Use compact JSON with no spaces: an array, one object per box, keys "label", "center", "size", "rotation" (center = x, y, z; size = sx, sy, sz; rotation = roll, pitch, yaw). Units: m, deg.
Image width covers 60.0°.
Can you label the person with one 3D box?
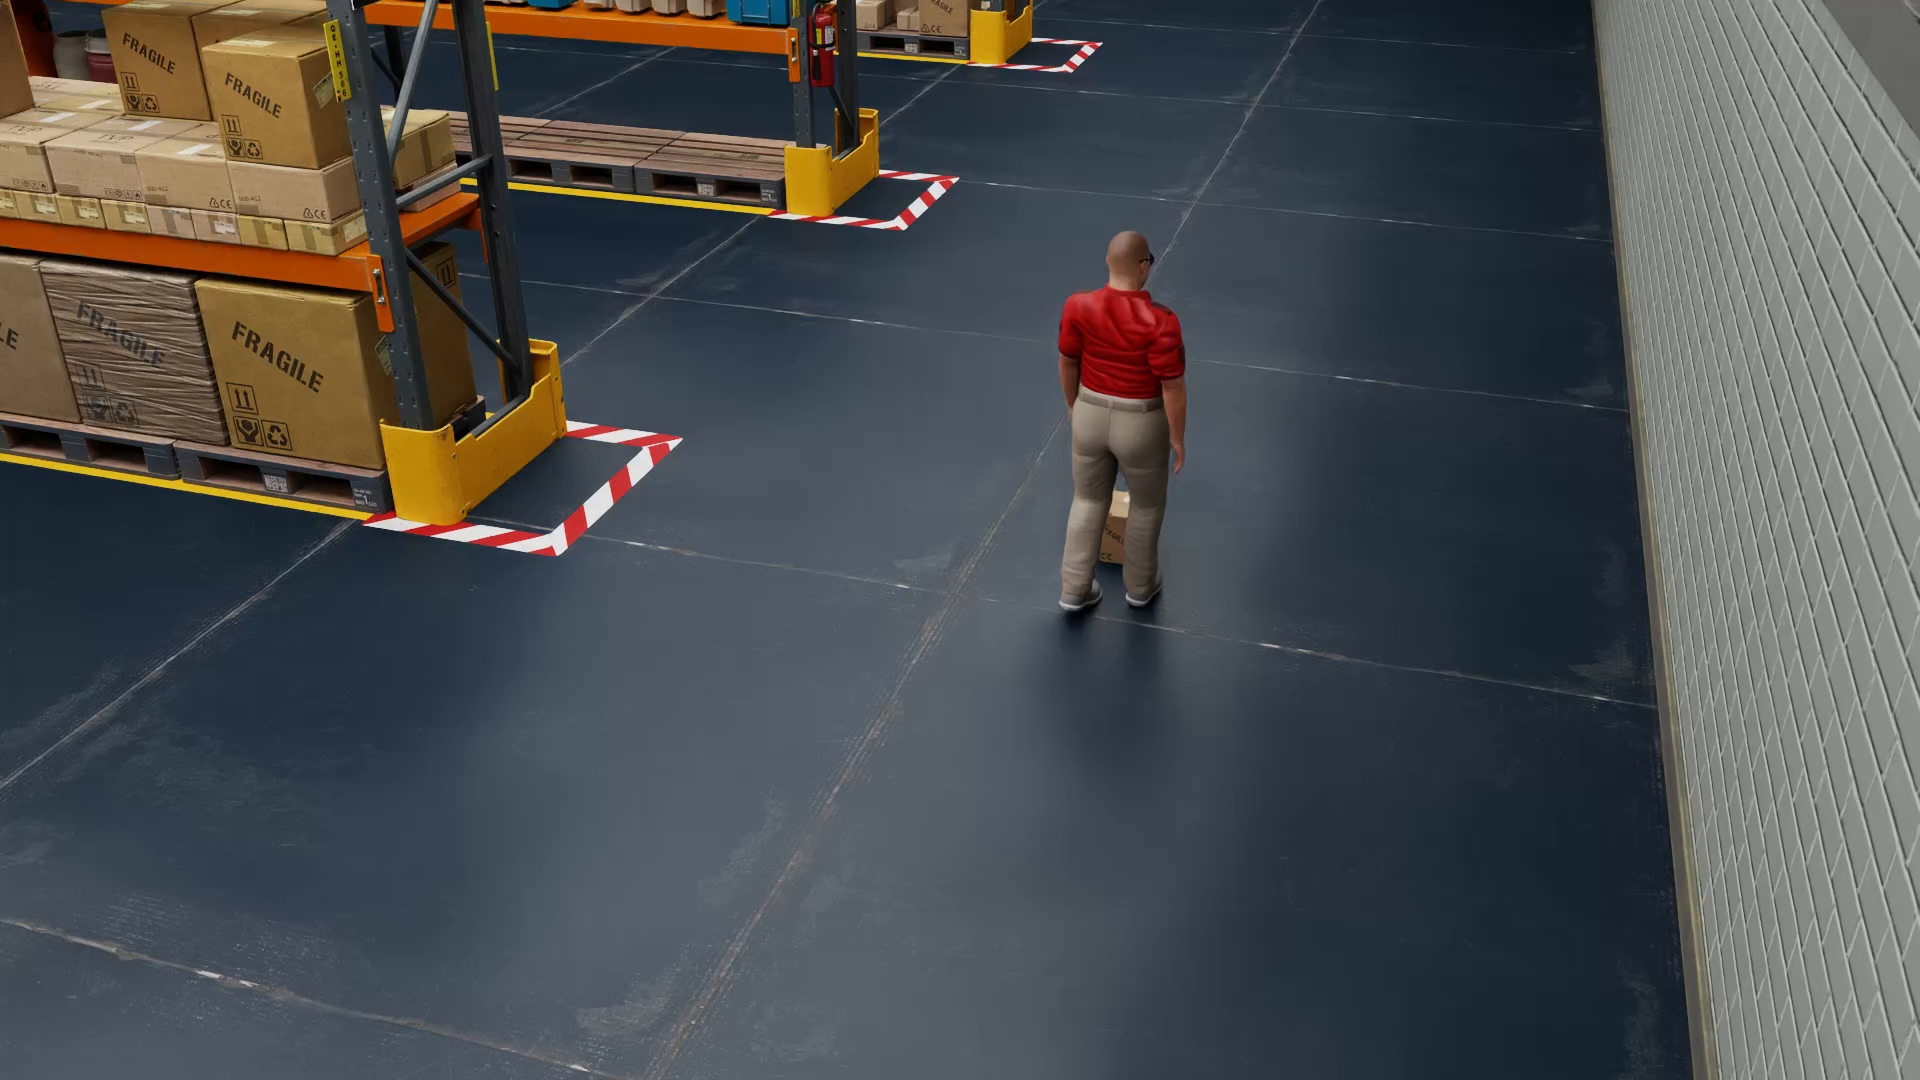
[{"label":"person","center":[0.697,-0.483,7.013],"size":[0.569,1.738,0.566],"rotation":[13,31,22]}]
